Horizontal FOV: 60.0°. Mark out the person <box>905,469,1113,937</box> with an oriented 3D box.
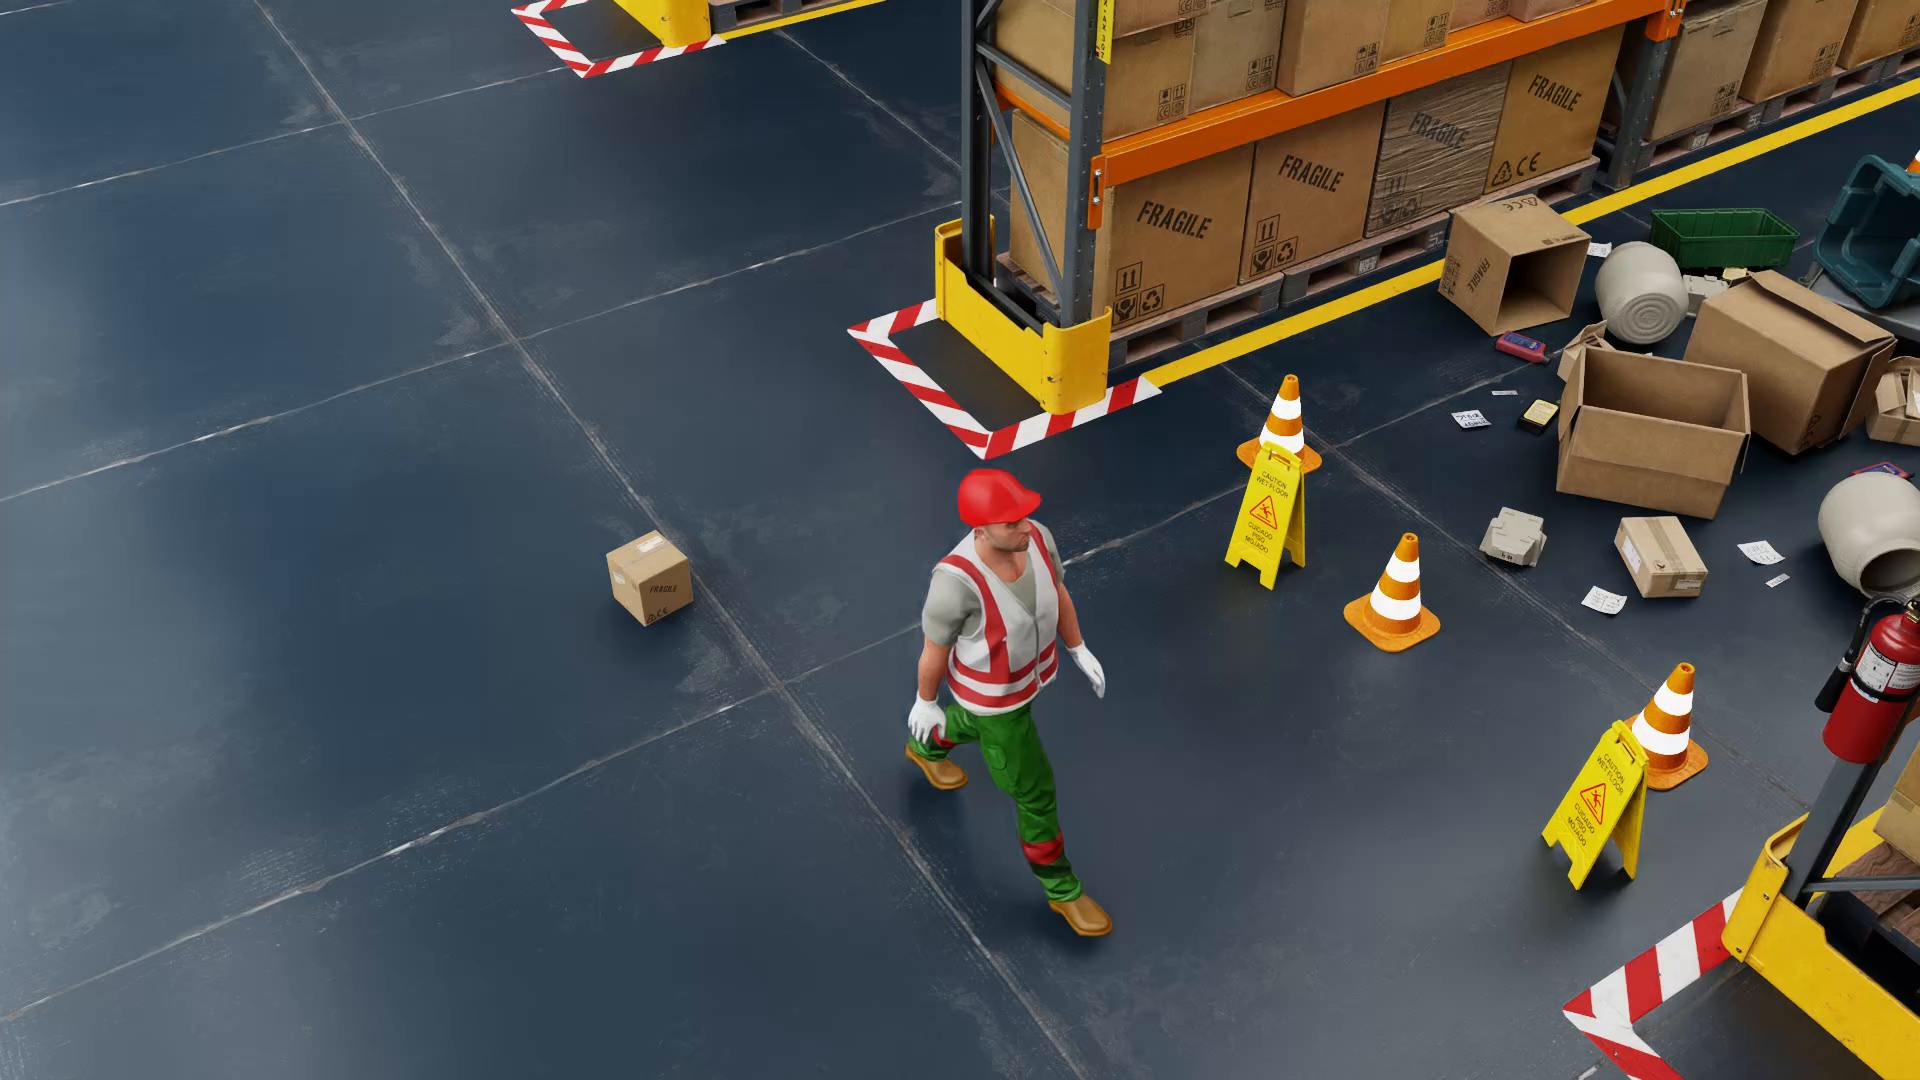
[{"bbox_3d":[0.173,0.475,5.592,1.099,1.738,0.584,27,47,28],"label":"person"}]
